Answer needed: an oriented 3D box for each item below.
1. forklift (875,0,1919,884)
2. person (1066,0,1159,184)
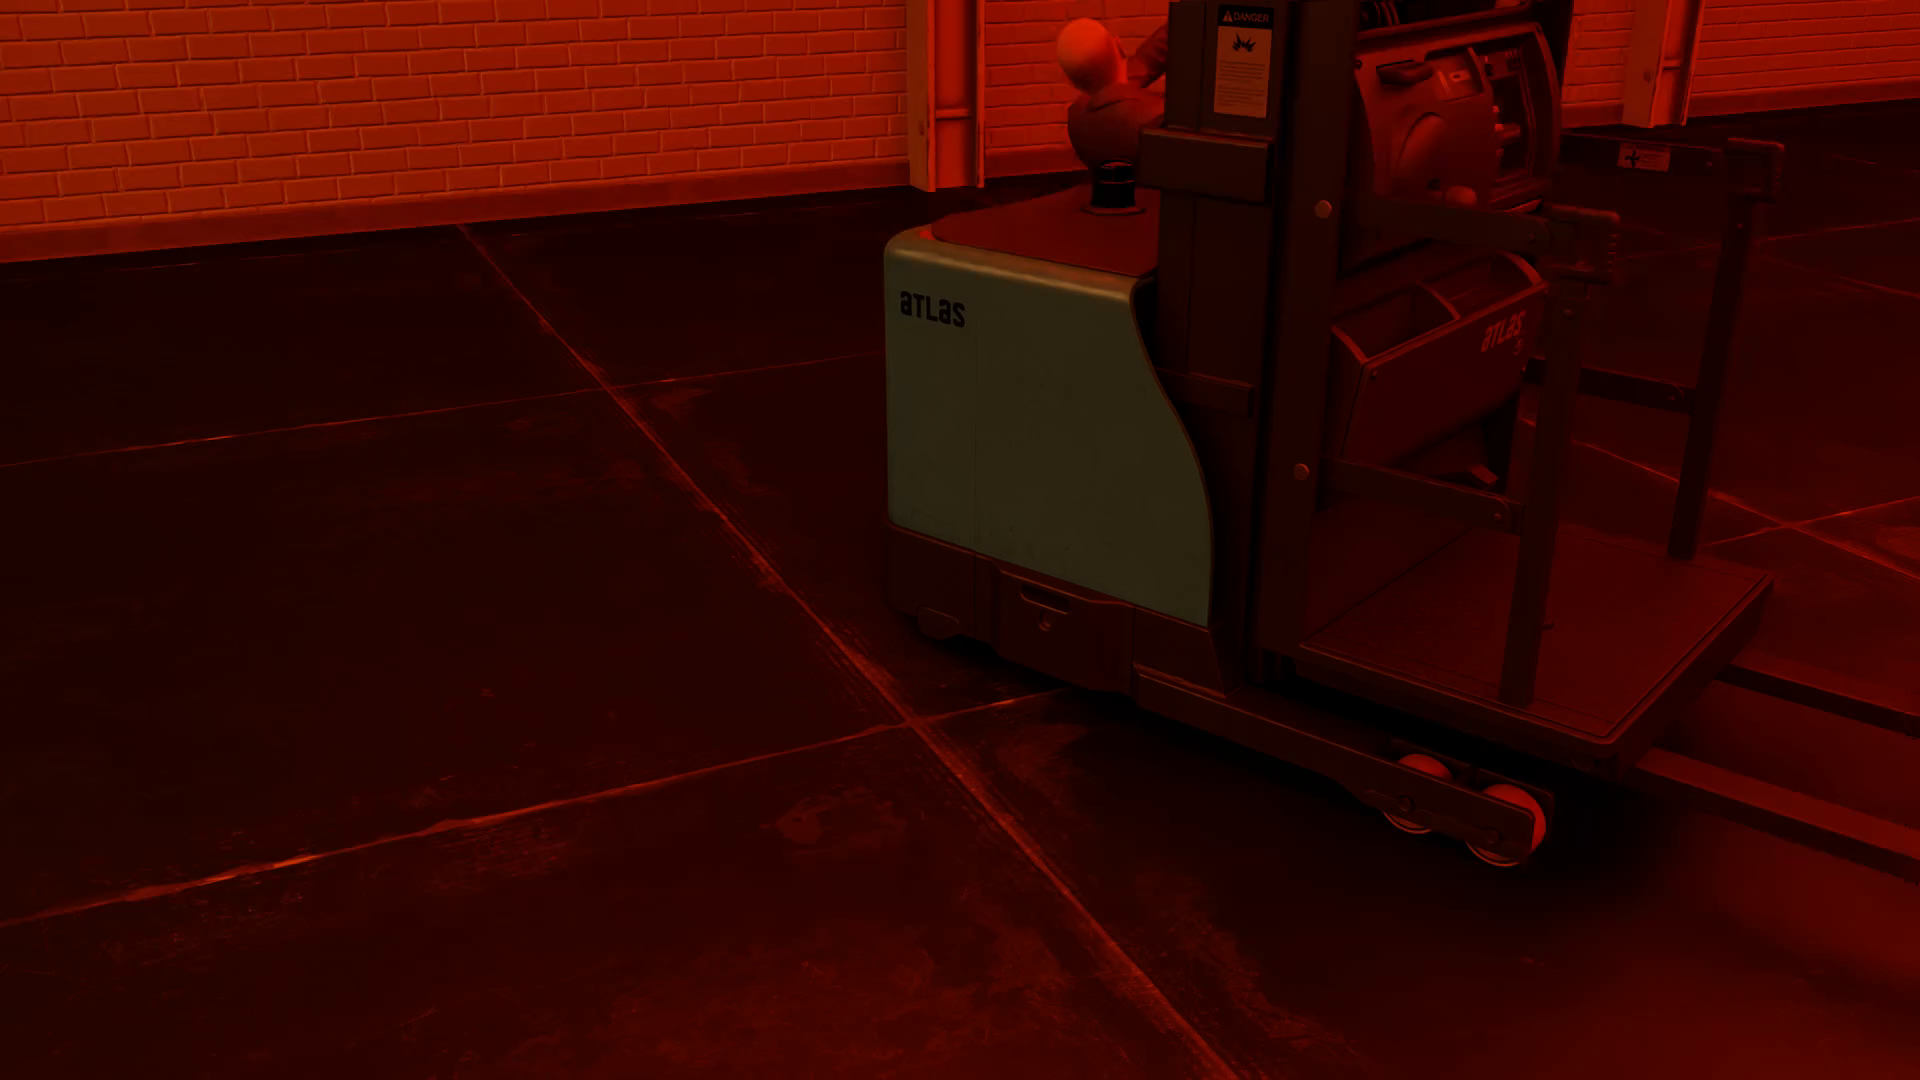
[{"bbox_3d":[1.224,-0.908,3.472,3.031,2.935,1.130,18,29,37],"label":"forklift"},{"bbox_3d":[0.800,-0.871,5.006,1.107,1.637,0.704,20,30,40],"label":"person"}]
